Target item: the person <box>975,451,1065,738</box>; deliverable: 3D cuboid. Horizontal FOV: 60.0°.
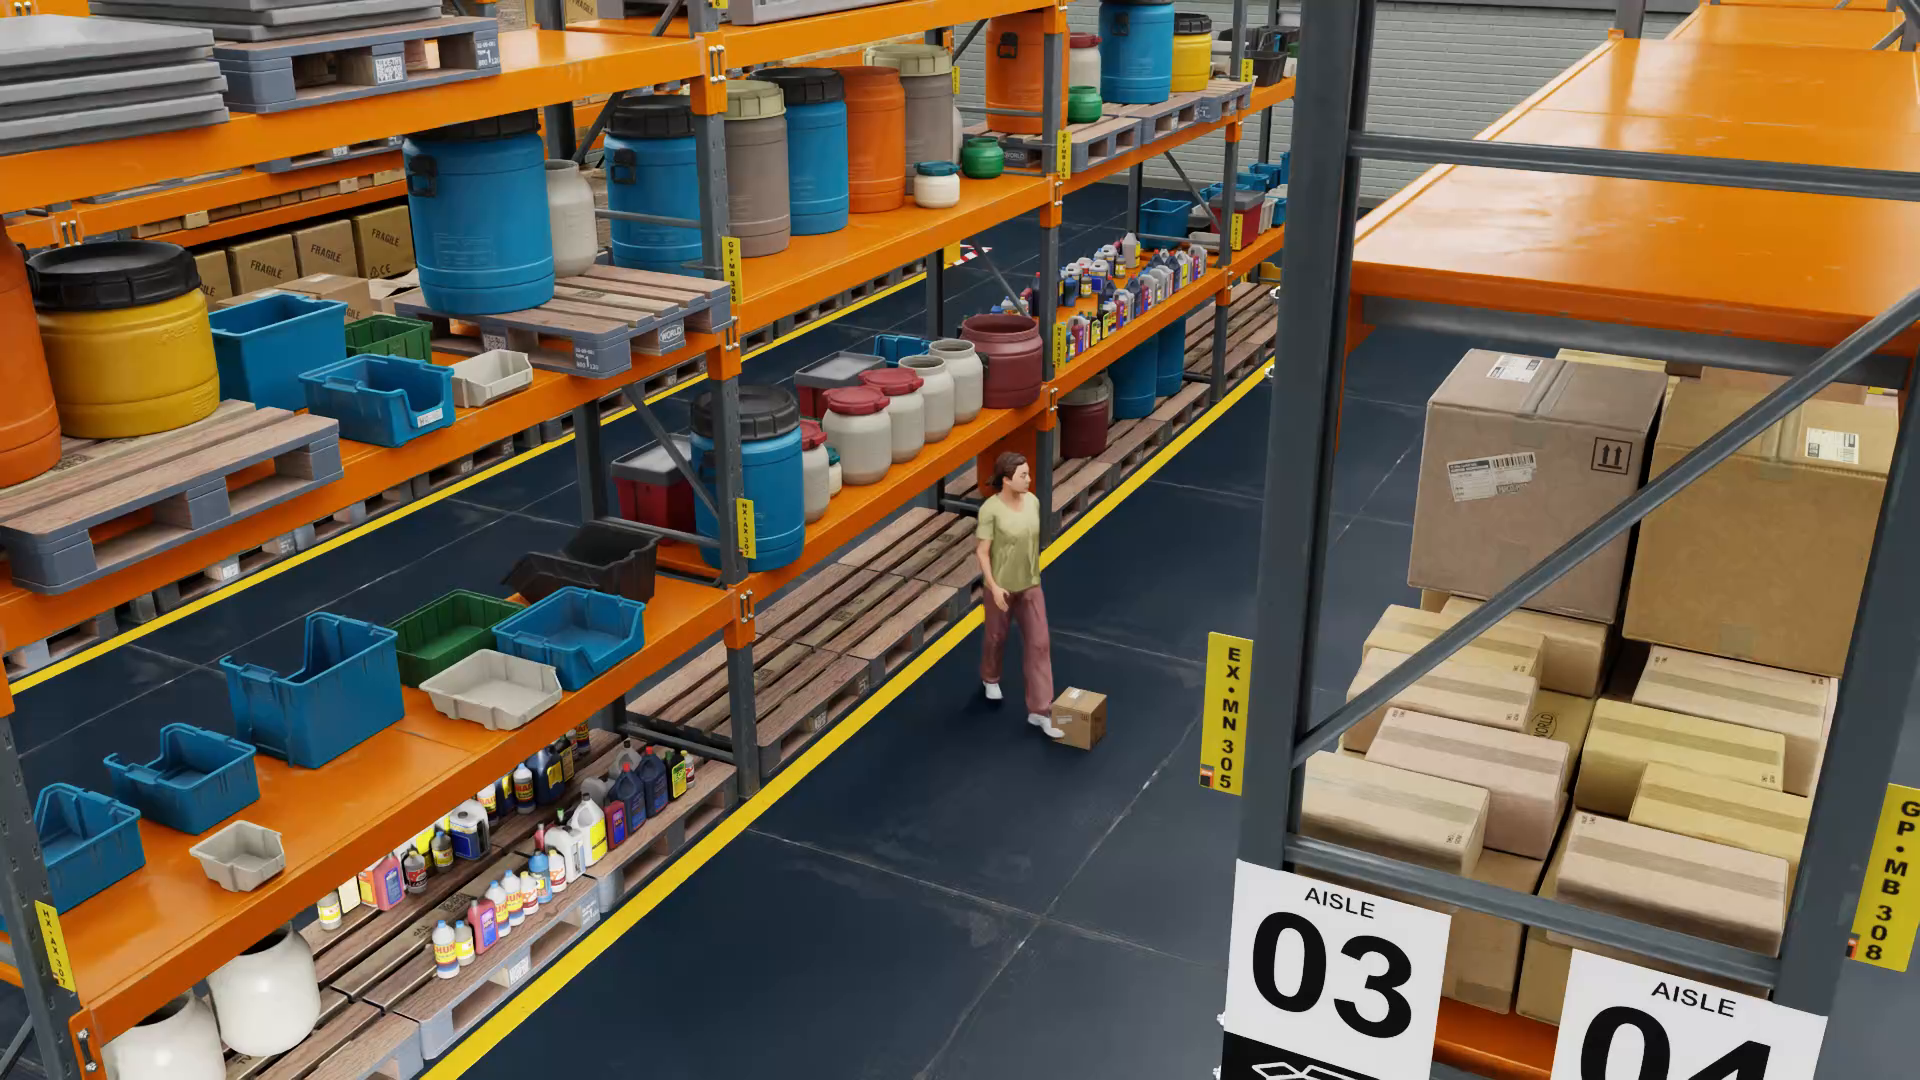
[{"bbox_3d":[0.345,0.299,9.866,0.482,1.628,0.885,-10,25,-22],"label":"person"}]
